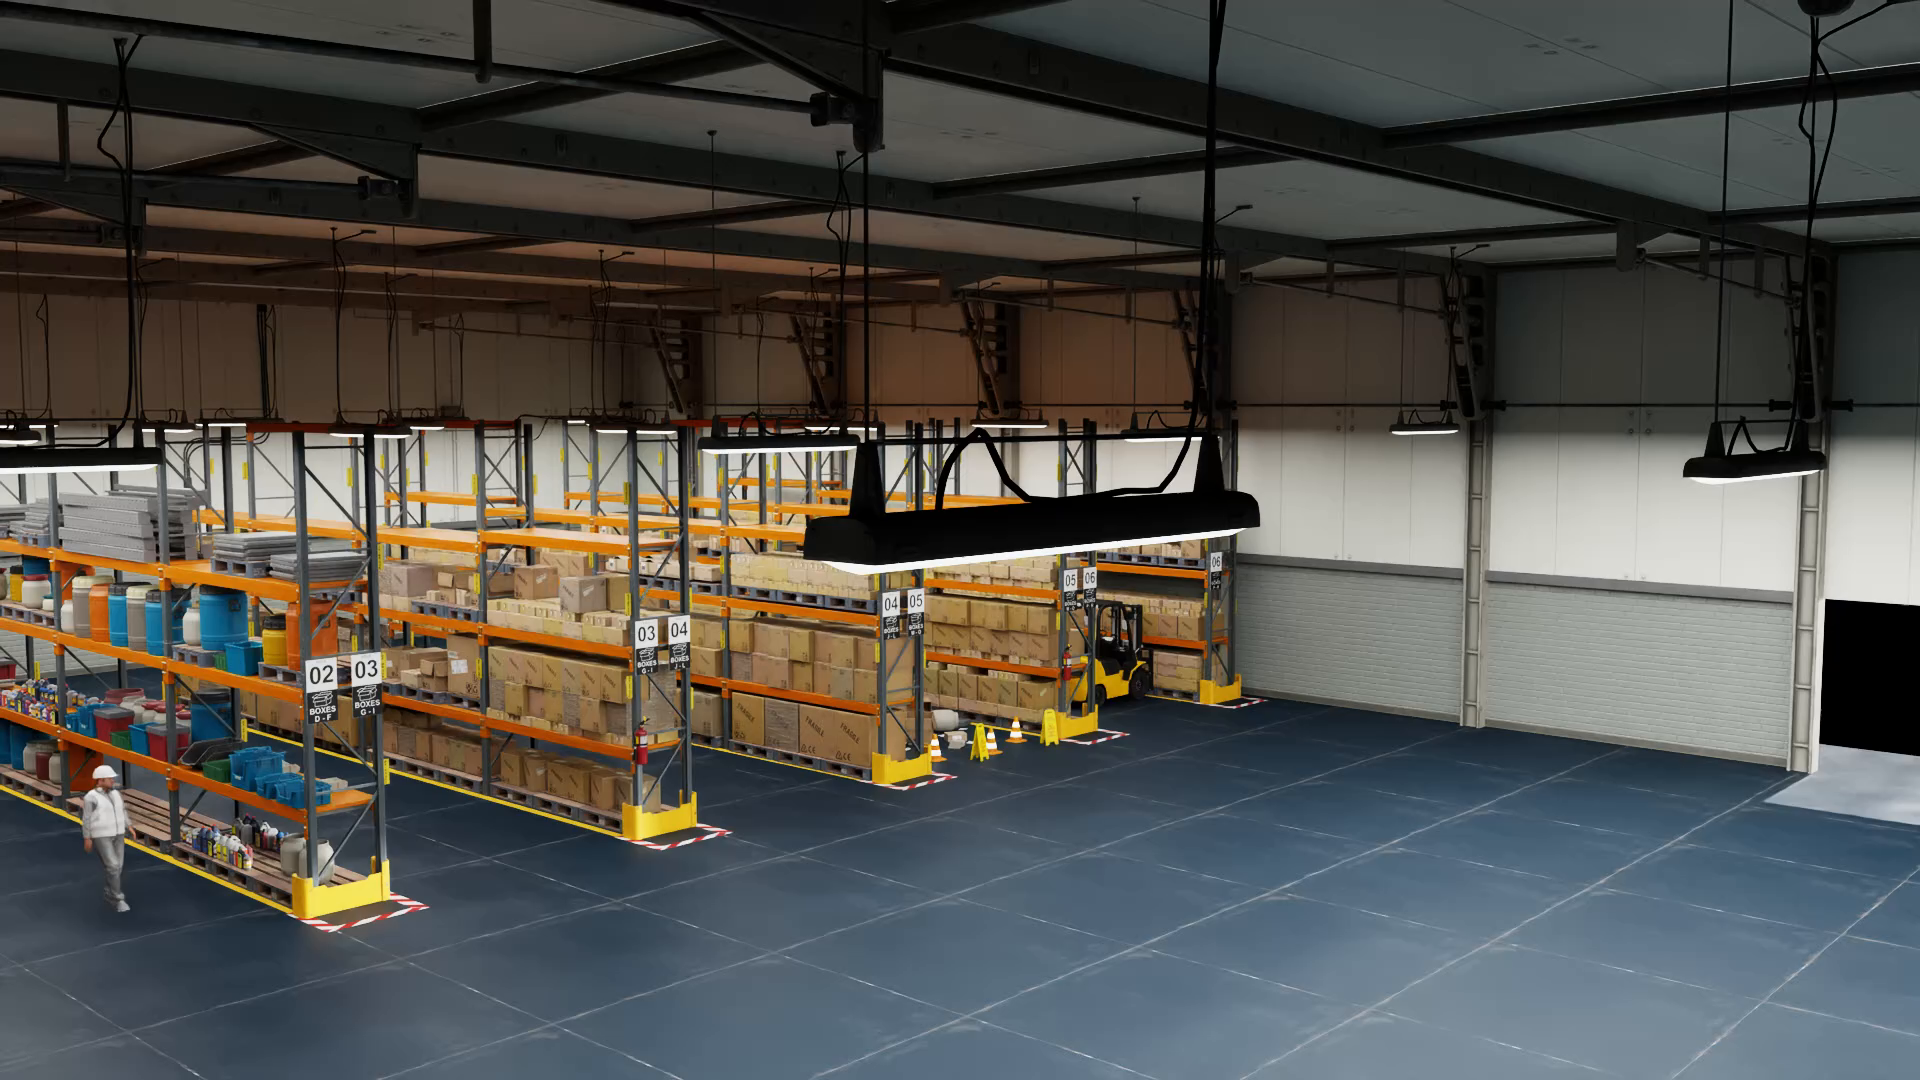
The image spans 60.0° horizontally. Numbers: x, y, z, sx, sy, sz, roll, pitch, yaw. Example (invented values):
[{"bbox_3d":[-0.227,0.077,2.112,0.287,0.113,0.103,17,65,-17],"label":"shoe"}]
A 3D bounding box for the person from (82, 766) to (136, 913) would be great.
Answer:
[{"bbox_3d":[-10.635,3.747,20.963,0.676,1.789,0.561,2,5,20],"label":"person"}]
